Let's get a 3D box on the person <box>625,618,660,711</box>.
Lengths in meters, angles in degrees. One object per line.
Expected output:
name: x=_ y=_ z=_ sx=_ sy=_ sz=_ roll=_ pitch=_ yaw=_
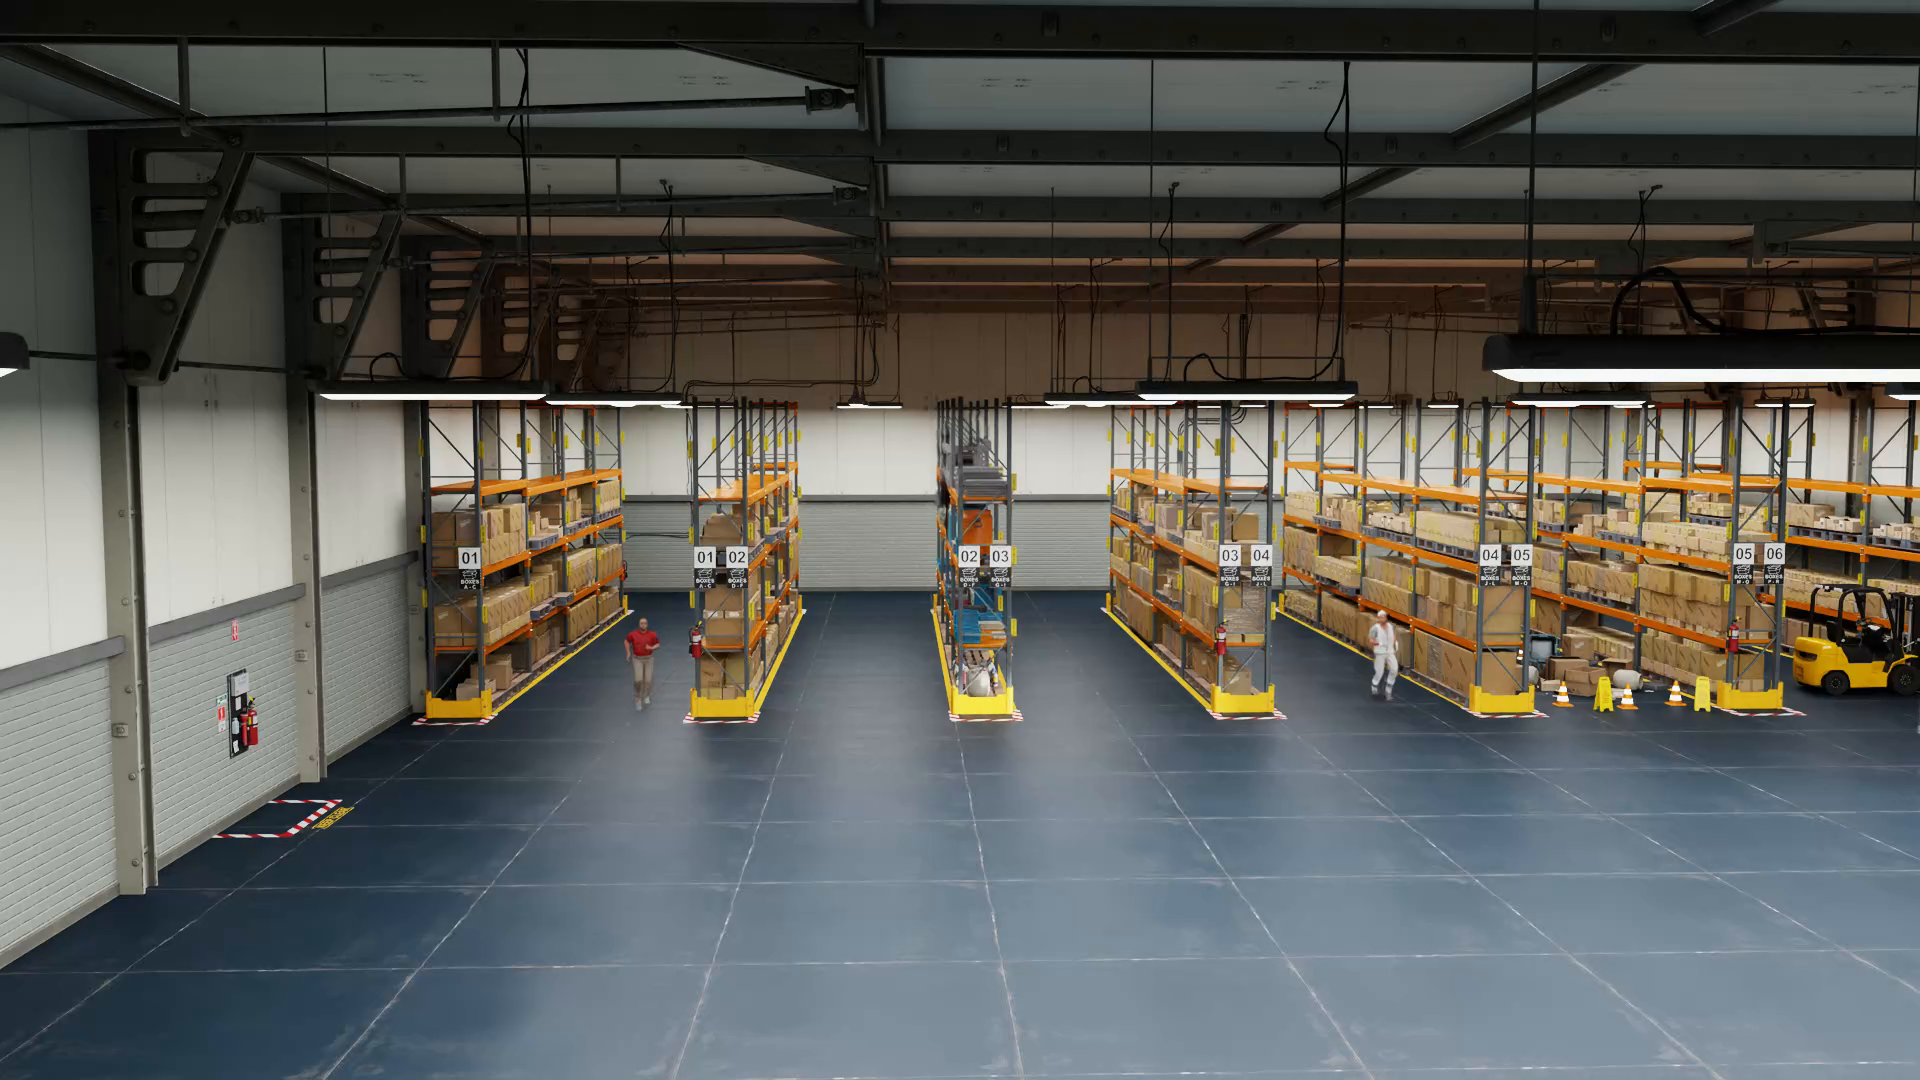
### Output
person: x=-6.114 y=2.397 z=32.094 sx=0.631 sy=1.798 sz=0.754 roll=-1 pitch=5 yaw=-18

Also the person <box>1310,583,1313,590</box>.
person: x=10.448 y=1.144 z=48.816 sx=0.708 sy=1.676 sz=0.660 roll=2 pitch=5 yaw=29

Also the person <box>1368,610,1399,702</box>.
person: x=8.442 y=2.297 z=33.077 sx=0.670 sy=1.812 sz=0.755 roll=-1 pitch=4 yaw=-7
